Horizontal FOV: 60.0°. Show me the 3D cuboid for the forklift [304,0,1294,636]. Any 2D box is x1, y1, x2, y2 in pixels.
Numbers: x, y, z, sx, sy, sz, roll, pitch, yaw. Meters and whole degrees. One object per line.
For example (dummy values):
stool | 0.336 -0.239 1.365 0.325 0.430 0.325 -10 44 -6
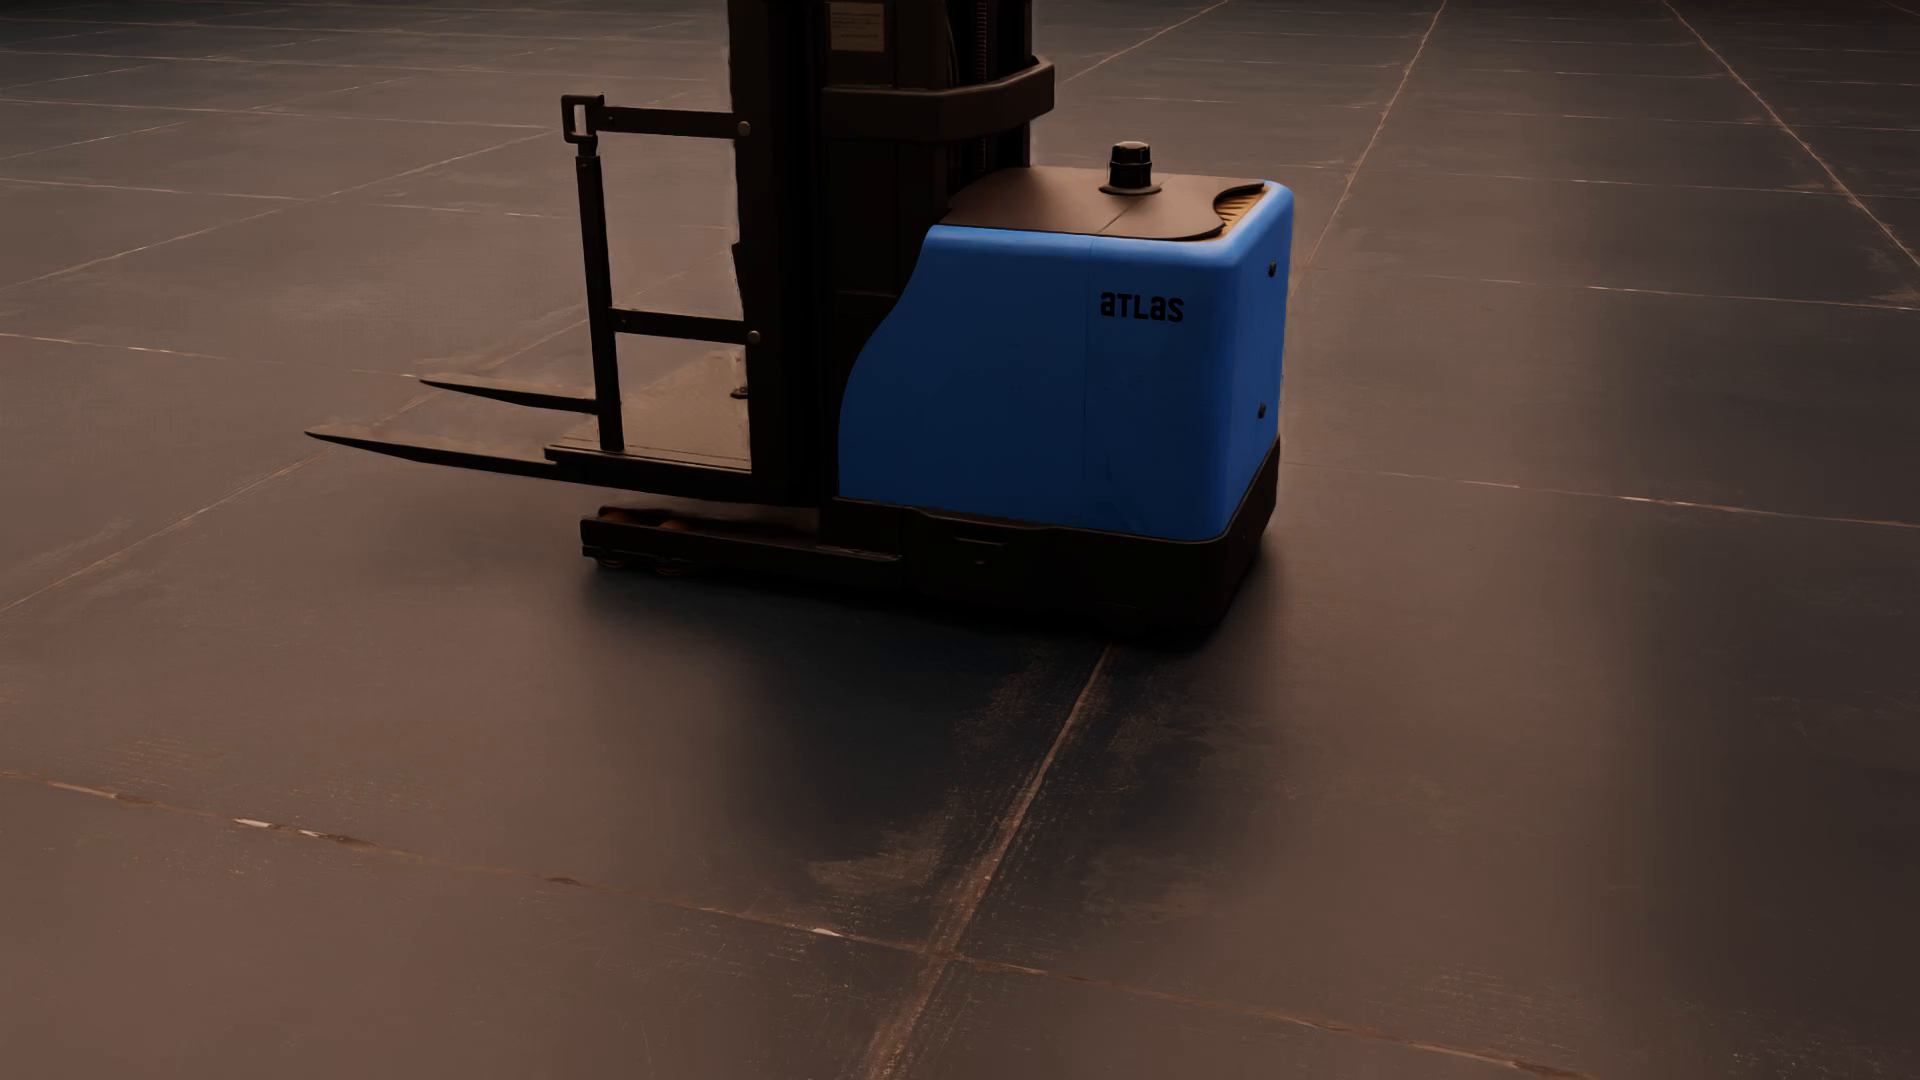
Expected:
forklift | -0.591 -1.427 4.737 3.031 2.935 1.130 8 24 18
